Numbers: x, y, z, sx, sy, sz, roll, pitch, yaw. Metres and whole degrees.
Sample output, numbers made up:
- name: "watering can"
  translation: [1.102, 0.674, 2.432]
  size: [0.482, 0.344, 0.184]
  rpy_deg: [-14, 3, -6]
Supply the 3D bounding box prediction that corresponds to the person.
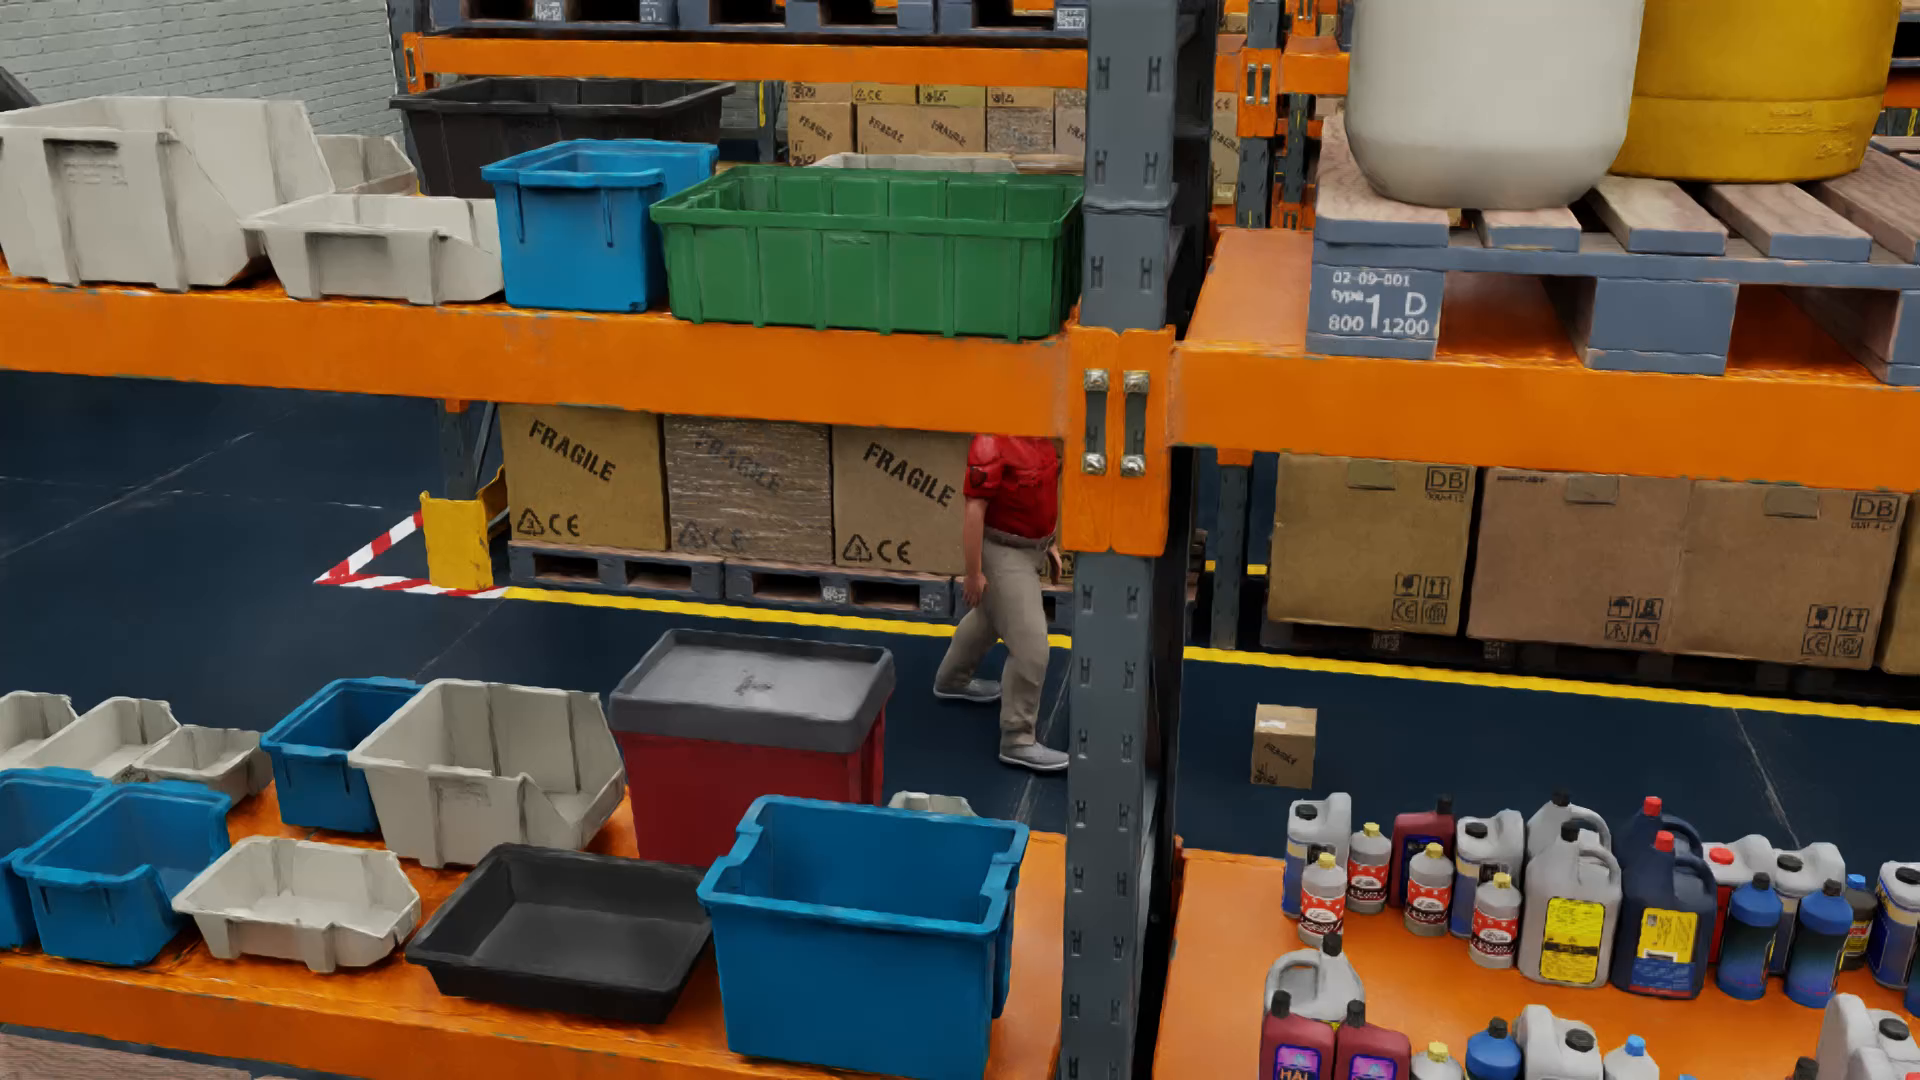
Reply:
- name: "person"
  translation: [0.197, 0.055, 7.001]
  size: [0.795, 1.679, 0.615]
  rpy_deg: [9, 23, 21]
